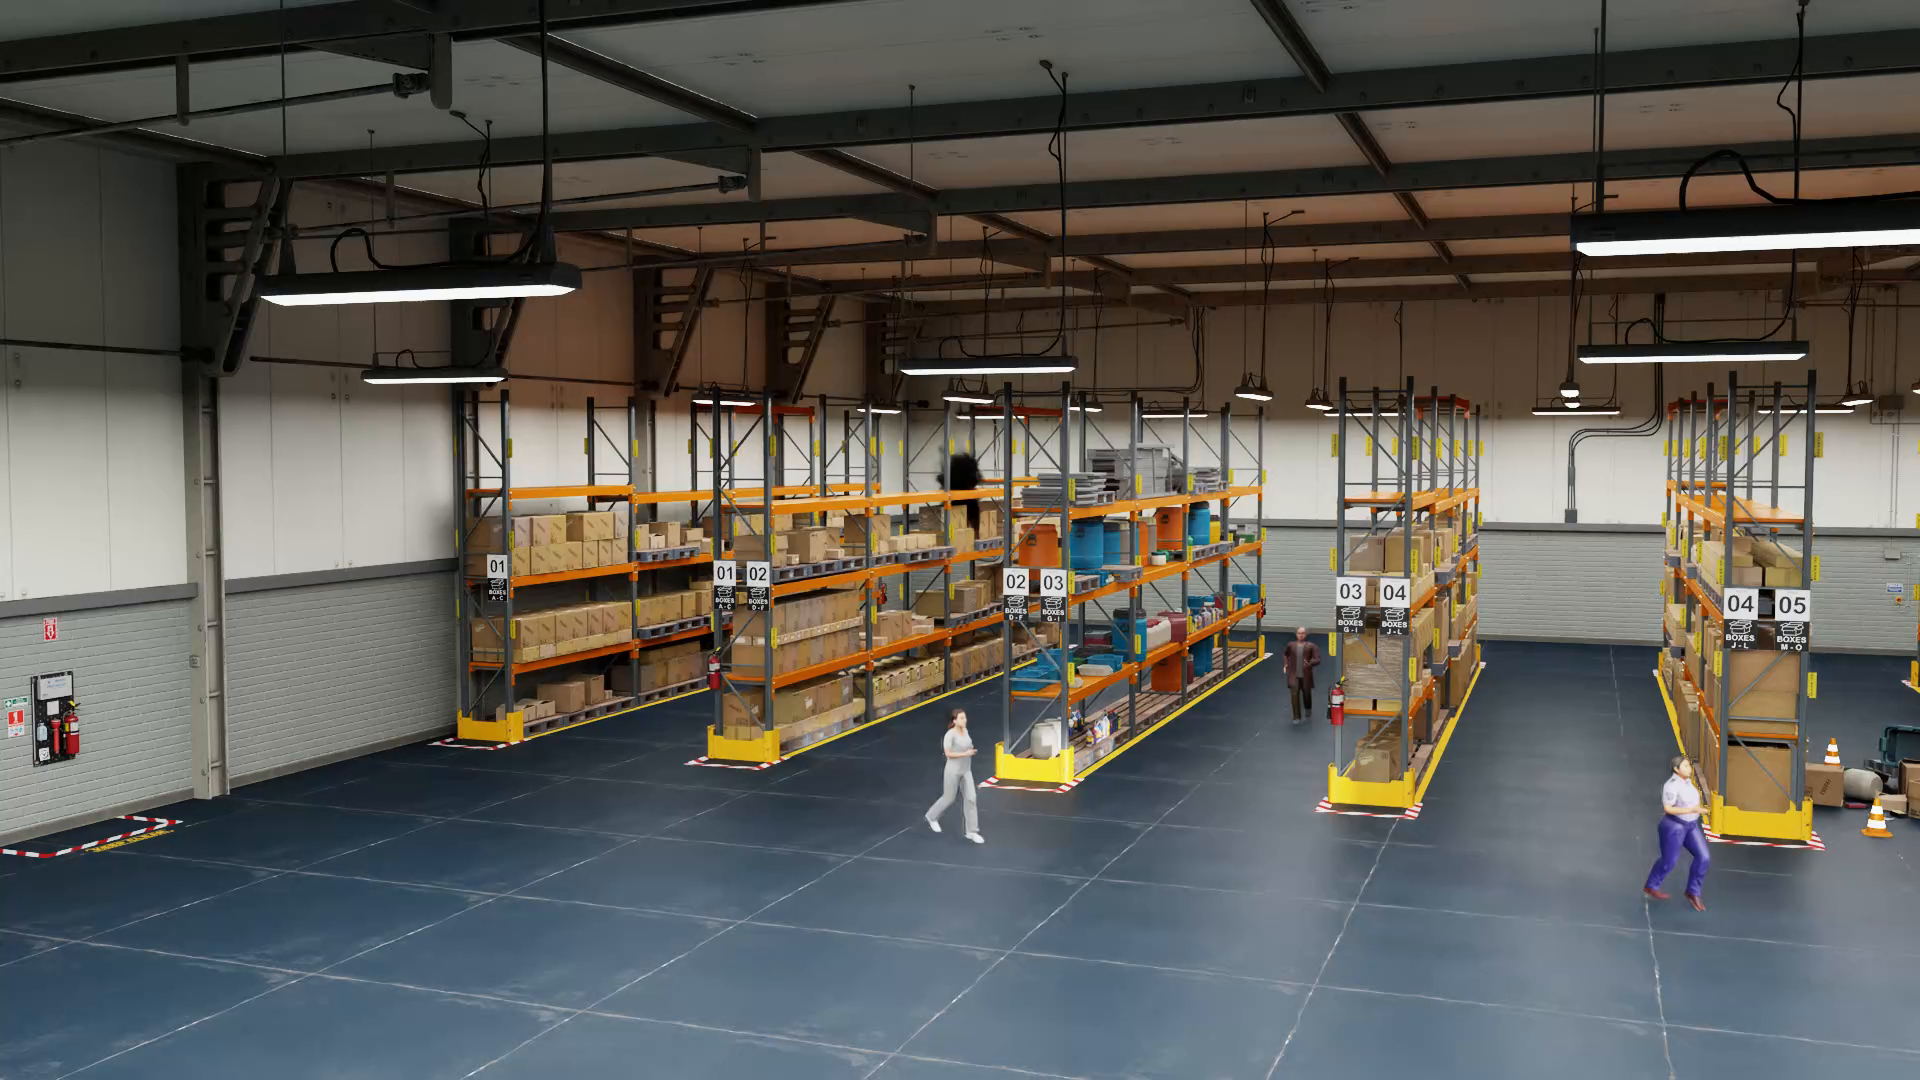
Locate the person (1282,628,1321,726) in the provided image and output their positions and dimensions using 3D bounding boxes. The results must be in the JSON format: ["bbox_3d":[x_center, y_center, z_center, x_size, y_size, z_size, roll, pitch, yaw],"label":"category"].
[{"bbox_3d":[6.184,2.464,30.204,0.720,1.747,0.916,1,3,19],"label":"person"}]

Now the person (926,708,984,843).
[{"bbox_3d":[-0.050,2.968,21.198,0.967,1.662,0.560,3,4,44],"label":"person"}]

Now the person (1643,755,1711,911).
[{"bbox_3d":[7.836,3.204,18.139,0.583,1.689,0.746,-2,4,-33],"label":"person"}]
